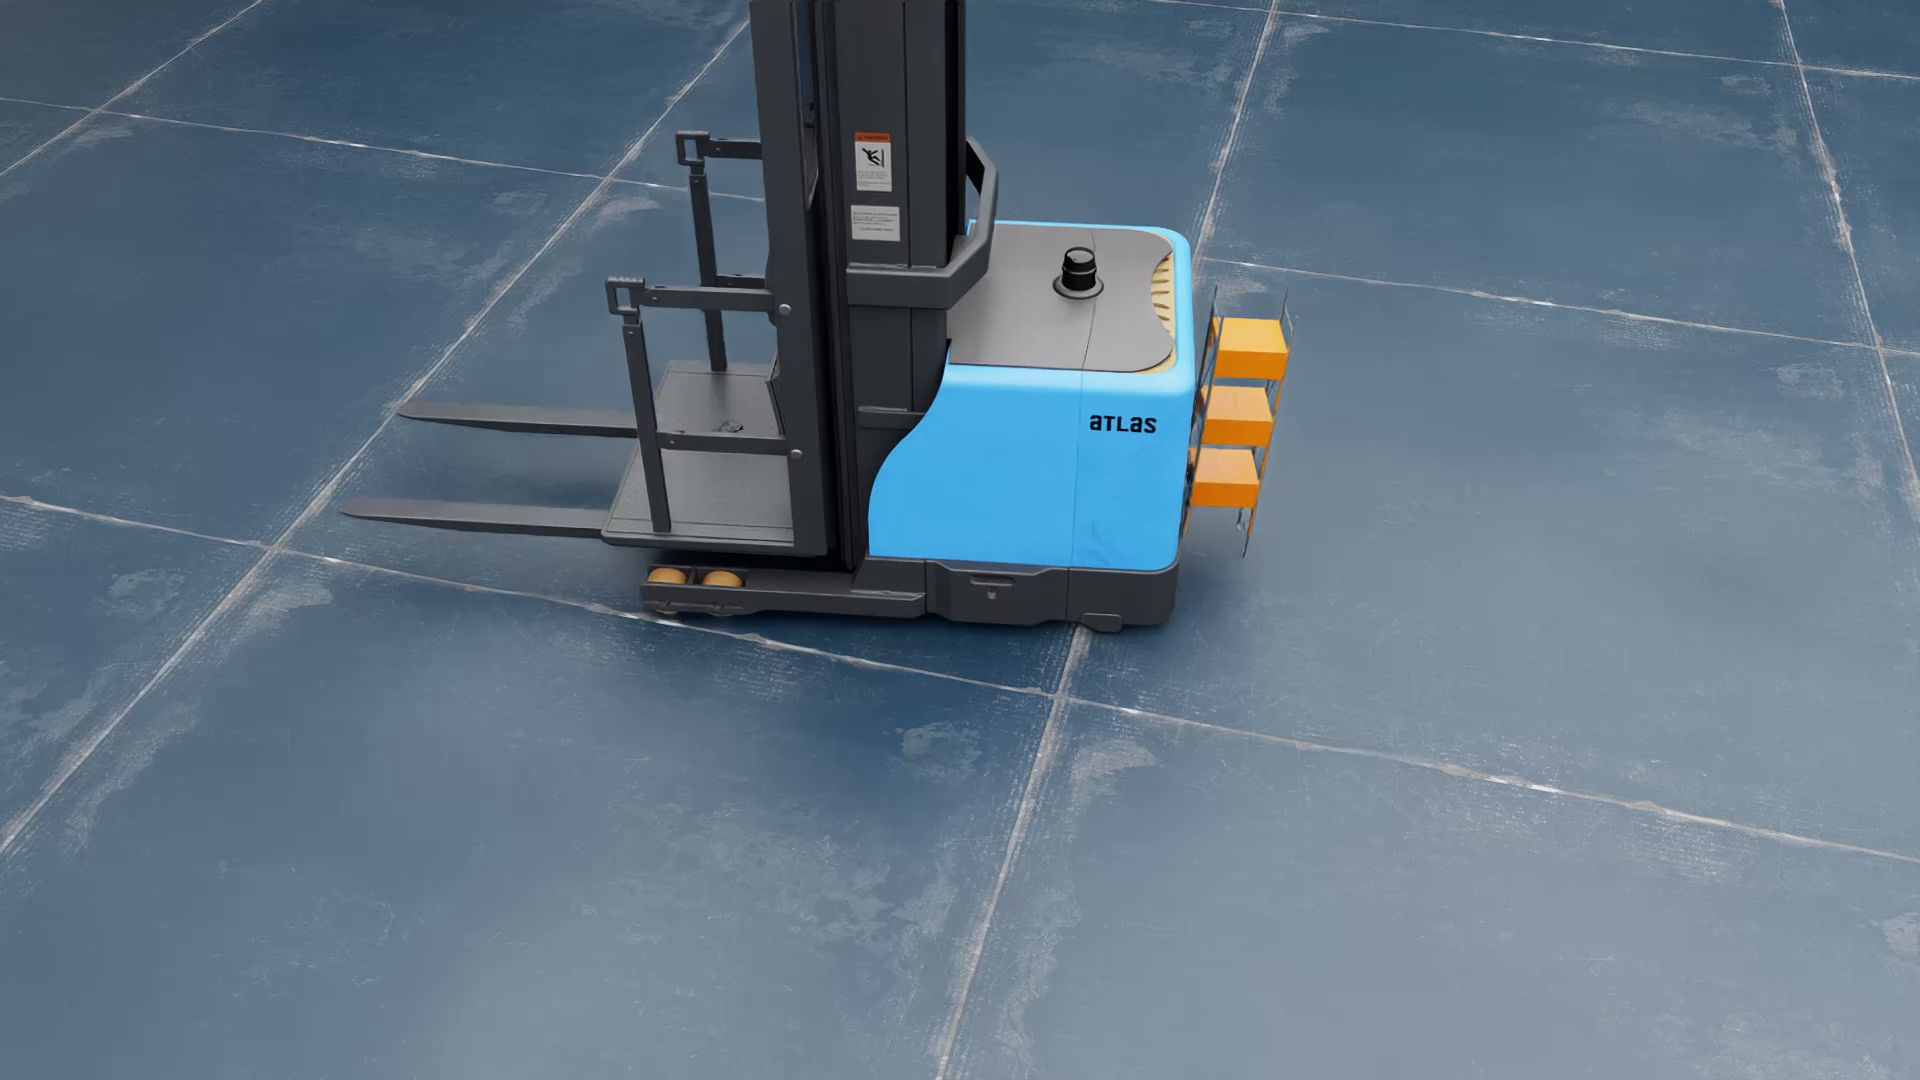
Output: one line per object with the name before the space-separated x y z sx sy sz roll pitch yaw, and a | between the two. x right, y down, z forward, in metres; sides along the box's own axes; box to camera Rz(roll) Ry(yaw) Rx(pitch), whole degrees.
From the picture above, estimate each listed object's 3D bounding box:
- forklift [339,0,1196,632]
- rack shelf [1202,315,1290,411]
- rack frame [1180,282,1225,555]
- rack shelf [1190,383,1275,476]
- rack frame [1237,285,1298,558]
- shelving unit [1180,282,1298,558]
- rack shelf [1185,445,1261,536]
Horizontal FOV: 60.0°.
forklift | -0.718 -1.185 5.381 3.031 2.935 1.130 3 40 4
rack shelf | 0.979 -0.613 5.730 0.240 0.259 0.215 2 40 -2
rack frame | 0.842 -0.409 5.900 0.008 1.050 0.200 2 40 -2
rack shelf | 0.963 -0.396 5.912 0.240 0.259 0.215 2 40 -2
rack frame | 1.086 -0.400 5.910 0.008 1.050 0.200 2 40 -2
shelving unit | 0.964 -0.404 5.905 0.252 1.050 0.215 2 40 -2
rack shelf | 0.948 -0.184 6.091 0.240 0.259 0.215 2 40 -2
